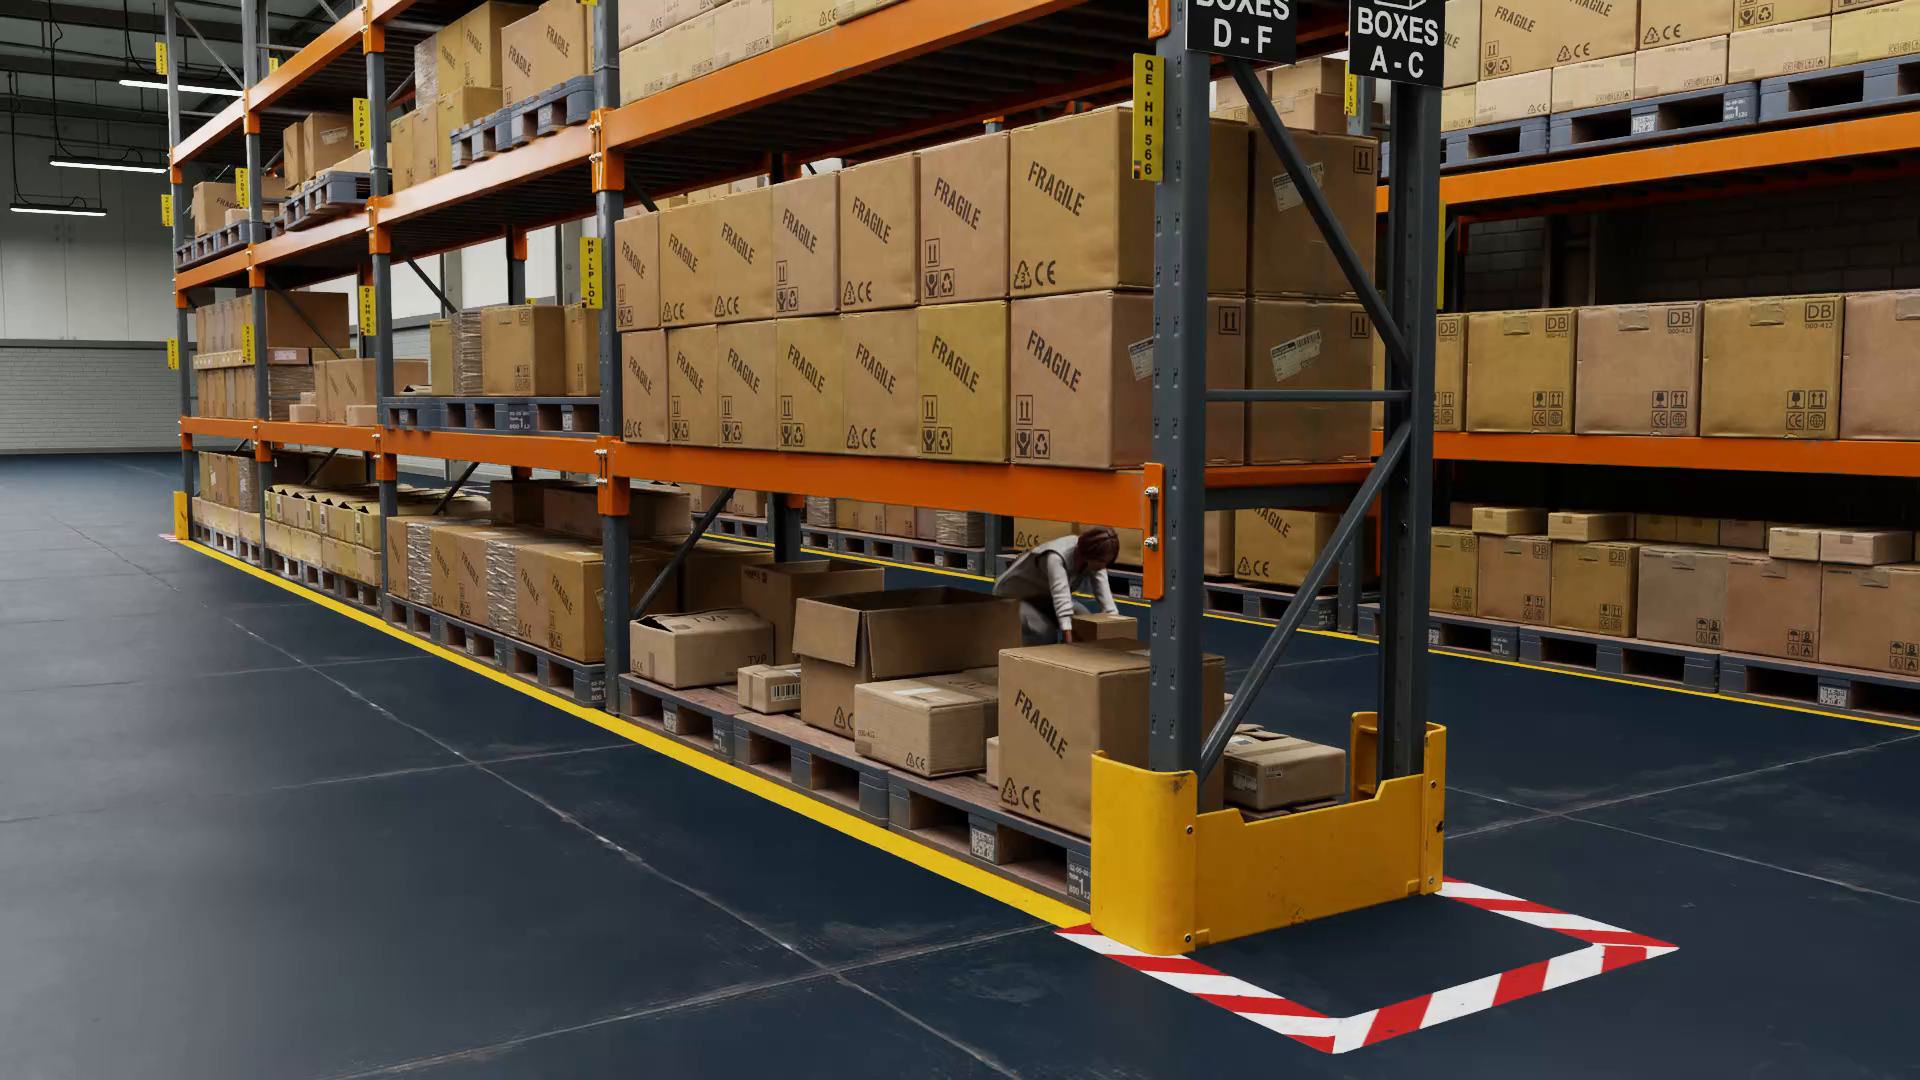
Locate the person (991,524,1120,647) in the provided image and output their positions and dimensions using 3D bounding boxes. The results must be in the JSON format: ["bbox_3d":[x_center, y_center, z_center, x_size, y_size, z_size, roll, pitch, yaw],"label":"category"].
[{"bbox_3d":[0.492,0.349,8.289,0.420,0.910,0.831,-3,6,-35],"label":"person"}]
